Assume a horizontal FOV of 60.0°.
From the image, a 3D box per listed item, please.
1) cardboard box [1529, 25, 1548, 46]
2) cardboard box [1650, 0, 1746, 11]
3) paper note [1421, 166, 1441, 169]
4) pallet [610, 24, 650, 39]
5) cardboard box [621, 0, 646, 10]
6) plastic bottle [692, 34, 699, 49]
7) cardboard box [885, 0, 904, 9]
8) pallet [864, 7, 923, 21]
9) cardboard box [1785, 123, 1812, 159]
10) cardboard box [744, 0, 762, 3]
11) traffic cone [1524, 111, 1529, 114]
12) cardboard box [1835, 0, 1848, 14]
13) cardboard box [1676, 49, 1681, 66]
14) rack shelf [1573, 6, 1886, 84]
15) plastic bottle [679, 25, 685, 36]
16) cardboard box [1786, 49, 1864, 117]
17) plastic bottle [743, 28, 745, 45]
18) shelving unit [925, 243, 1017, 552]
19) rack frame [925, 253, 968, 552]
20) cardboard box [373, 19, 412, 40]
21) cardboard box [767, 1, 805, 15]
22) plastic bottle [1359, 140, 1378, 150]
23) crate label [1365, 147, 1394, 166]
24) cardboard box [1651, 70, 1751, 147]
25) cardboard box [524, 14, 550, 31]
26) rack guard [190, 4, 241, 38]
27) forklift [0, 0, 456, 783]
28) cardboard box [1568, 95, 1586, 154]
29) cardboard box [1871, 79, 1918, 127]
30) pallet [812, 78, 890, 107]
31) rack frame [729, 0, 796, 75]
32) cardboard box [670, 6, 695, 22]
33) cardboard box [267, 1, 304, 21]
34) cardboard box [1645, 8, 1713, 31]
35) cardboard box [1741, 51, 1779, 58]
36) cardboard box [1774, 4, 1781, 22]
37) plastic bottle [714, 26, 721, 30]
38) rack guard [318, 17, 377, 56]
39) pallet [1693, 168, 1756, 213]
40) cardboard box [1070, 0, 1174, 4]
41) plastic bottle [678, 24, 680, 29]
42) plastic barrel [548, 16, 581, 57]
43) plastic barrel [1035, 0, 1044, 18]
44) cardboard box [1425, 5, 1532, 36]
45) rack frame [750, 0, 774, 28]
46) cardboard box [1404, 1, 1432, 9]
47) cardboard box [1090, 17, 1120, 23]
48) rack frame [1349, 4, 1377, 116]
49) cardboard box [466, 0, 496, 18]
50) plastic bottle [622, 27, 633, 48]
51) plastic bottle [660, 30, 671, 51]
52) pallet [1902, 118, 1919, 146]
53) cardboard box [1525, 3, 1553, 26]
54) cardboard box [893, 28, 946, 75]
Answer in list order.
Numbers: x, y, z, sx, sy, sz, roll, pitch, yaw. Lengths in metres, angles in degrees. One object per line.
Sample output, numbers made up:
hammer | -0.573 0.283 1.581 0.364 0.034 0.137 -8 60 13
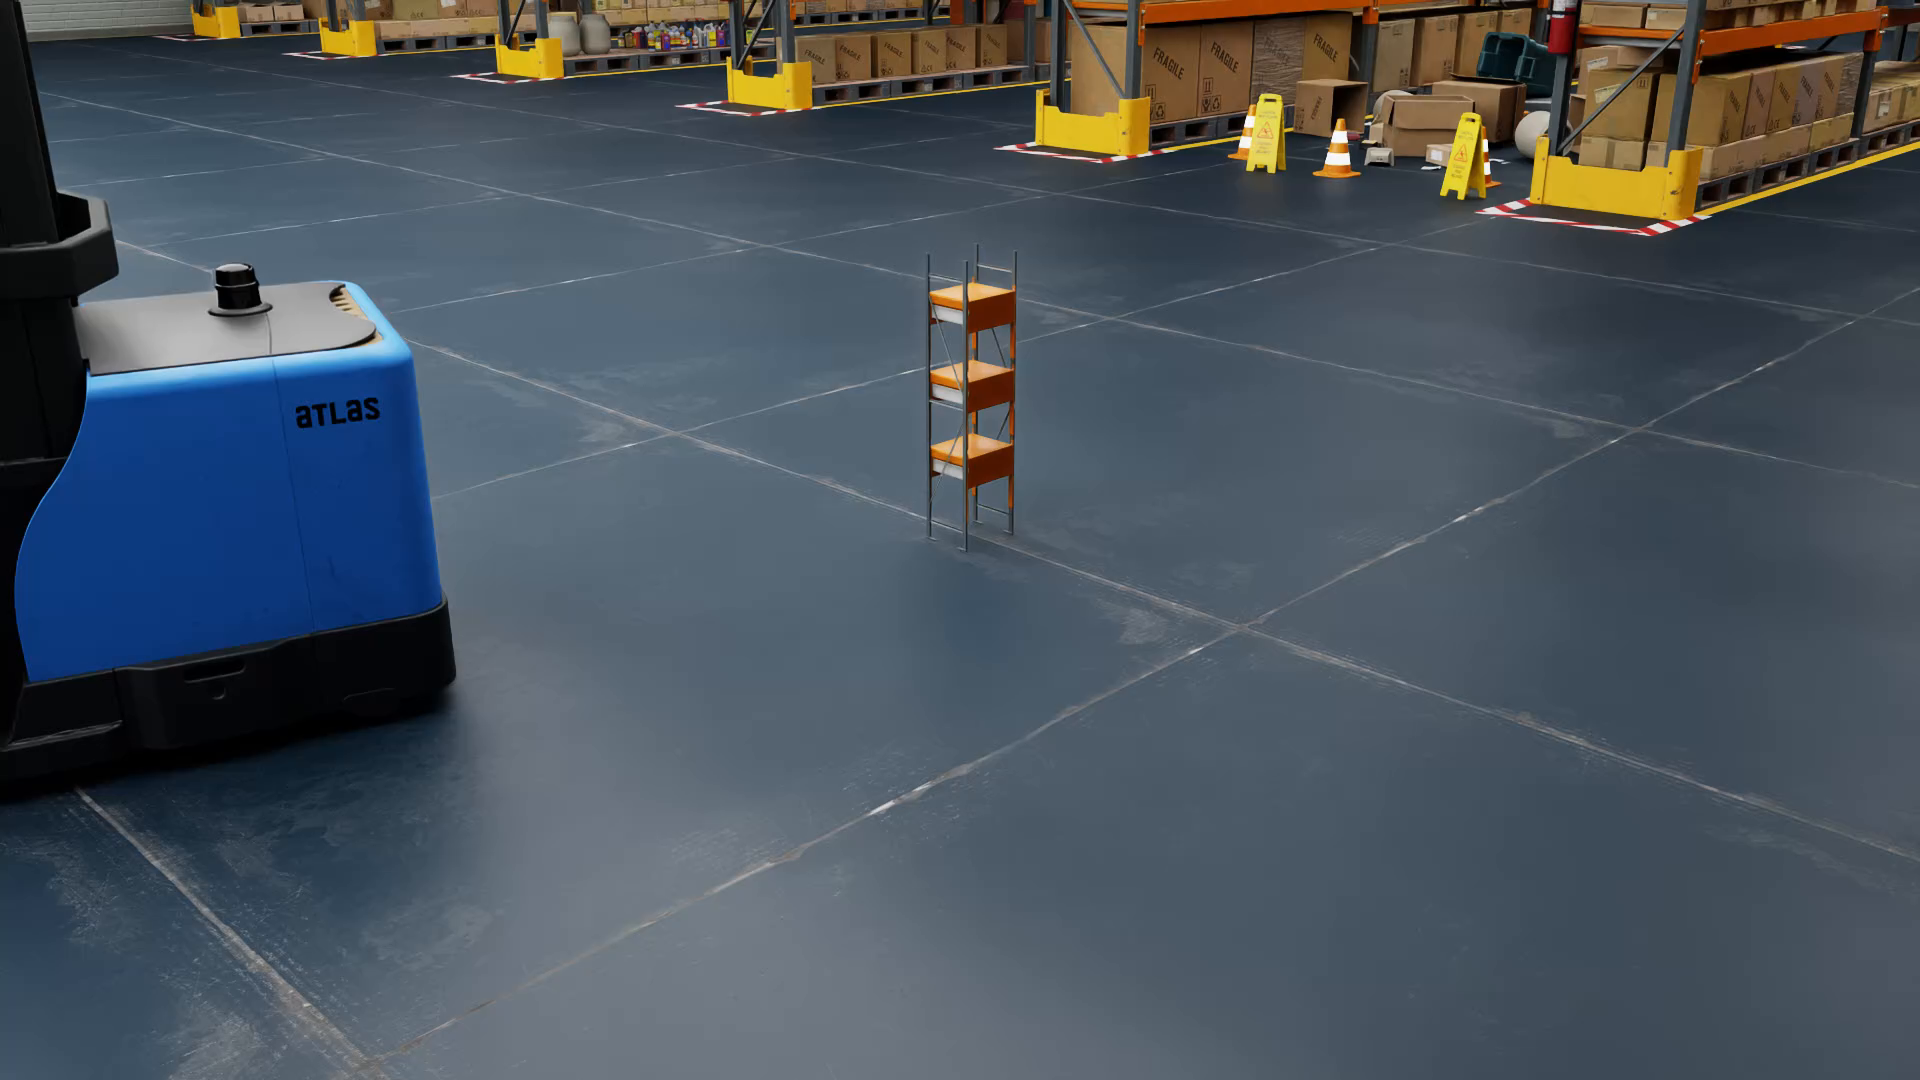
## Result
cardboard box | 7.510 -6.308 21.205 0.500 0.500 0.500 18 27 38
cardboard box | 5.399 -4.129 12.083 0.500 0.500 0.500 19 28 40
paper note | 4.103 -3.247 14.480 0.148 0.019 0.142 9 23 23
pallet | -6.049 -8.778 28.618 1.003 0.211 1.213 19 28 41
cardboard box | -5.715 -9.226 28.363 0.500 0.311 0.500 19 28 40
plastic bottle | -3.770 -7.091 23.629 0.097 0.201 0.097 0 21 0
cardboard box | -1.444 -10.652 32.478 0.500 0.500 0.500 19 28 41
pallet | -1.495 -10.417 32.882 1.003 0.211 1.213 19 28 41
cardboard box | 6.718 -3.344 13.842 0.500 0.250 0.500 -20 28 -41
cardboard box | -3.934 -9.887 30.082 0.500 0.311 0.500 -19 28 -41
traffic cone | 6.061 -4.915 18.218 0.336 0.463 0.334 19 28 41
cardboard box | 7.247 -4.530 14.030 0.380 0.149 0.250 19 28 41
cardboard box | 5.628 -3.903 13.346 0.250 0.149 0.380 -20 28 -41
rack shelf | 6.265 -4.070 13.485 1.077 0.370 4.000 19 28 41
plastic bottle | -4.057 -7.372 24.264 0.097 0.271 0.097 0 21 0
cardboard box | 7.440 -3.963 14.407 0.500 0.500 0.500 19 28 40
plastic bottle | -3.231 -7.371 24.150 0.144 0.351 0.185 18 28 39
shelving unit | 0.037 -0.504 5.922 0.215 1.050 0.252 19 28 41
rack frame | -0.048 -0.472 5.840 0.200 1.050 0.008 19 28 41
cardboard box | -8.792 -7.847 25.556 0.500 0.250 0.500 19 28 41
cardboard box | -3.222 -9.993 30.763 0.500 0.500 0.500 -19 28 -40
plastic bottle | 3.866 -3.738 15.716 0.133 0.061 0.283 9 23 23
crate label | 3.717 -3.397 14.721 0.250 0.136 0.298 5 22 13
cardboard box | 5.647 -3.299 12.678 0.500 0.500 0.500 18 27 39
cardboard box | -7.058 -8.493 27.237 0.500 0.250 0.500 19 28 41
rack guard | -12.824 -8.944 28.647 1.175 0.500 0.348 19 28 41
forklift | -3.016 -0.801 4.072 3.031 2.935 1.130 -10 23 -25
cardboard box | 5.938 -3.819 15.311 0.500 0.500 0.500 -2 21 -5
cardboard box | 8.523 -4.210 15.925 0.625 0.372 0.950 -18 27 -39
pallet | -1.585 -5.290 19.543 1.003 0.211 1.213 19 28 41
rack frame | -2.230 -6.372 18.472 1.000 3.000 0.127 19 28 41
cardboard box | -5.004 -9.230 29.155 0.500 0.250 0.500 -20 28 -41
cardboard box | -11.933 -9.343 29.337 0.500 0.311 0.500 -17 27 -38
cardboard box | 5.255 -3.810 12.156 0.380 0.149 0.250 19 28 41
cardboard box | 6.690 -3.958 14.393 0.500 0.500 0.500 -19 28 -40
cardboard box | 6.172 -4.138 13.009 0.250 0.149 0.380 -19 28 -40
plastic bottle | -3.489 -7.317 24.115 0.152 0.276 0.135 19 28 41
rack guard | -9.342 -7.679 25.357 1.175 0.500 0.348 19 28 41
pallet | 5.515 -2.810 13.090 1.003 0.211 1.213 19 28 41
cardboard box | 1.479 -5.281 15.425 0.875 0.550 0.550 19 28 41
plastic bottle | -4.126 -7.393 24.301 0.133 0.283 0.061 -19 28 -40
plastic barrel | -5.375 -6.835 22.558 0.421 0.512 0.421 0 21 0
plastic barrel | 1.248 -9.291 28.947 0.421 0.512 0.421 0 21 0
cardboard box | 6.344 -6.173 20.504 1.050 0.750 0.750 19 28 40
rack frame | -3.745 -10.909 30.275 1.000 3.000 0.127 19 28 41
cardboard box | 7.286 -9.042 27.794 0.875 0.875 0.875 19 28 41
cardboard box | 1.740 -6.853 22.594 0.700 0.500 0.500 16 26 36
rack frame | 4.043 -6.133 17.849 1.000 3.000 0.127 19 28 41
cardboard box | -7.744 -8.582 26.423 0.500 0.500 0.500 19 28 41
plastic bottle | -4.744 -7.165 23.709 0.133 0.283 0.061 -19 28 -41
plastic bottle | -4.120 -6.991 23.254 0.133 0.283 0.061 -20 28 -41
pallet | 9.054 -4.134 16.535 1.003 0.211 1.213 19 28 41
cardboard box | 7.488 -6.657 21.067 0.500 0.250 0.500 18 27 38
cardboard box | -0.519 -6.008 20.424 0.500 0.500 0.500 16 26 36
